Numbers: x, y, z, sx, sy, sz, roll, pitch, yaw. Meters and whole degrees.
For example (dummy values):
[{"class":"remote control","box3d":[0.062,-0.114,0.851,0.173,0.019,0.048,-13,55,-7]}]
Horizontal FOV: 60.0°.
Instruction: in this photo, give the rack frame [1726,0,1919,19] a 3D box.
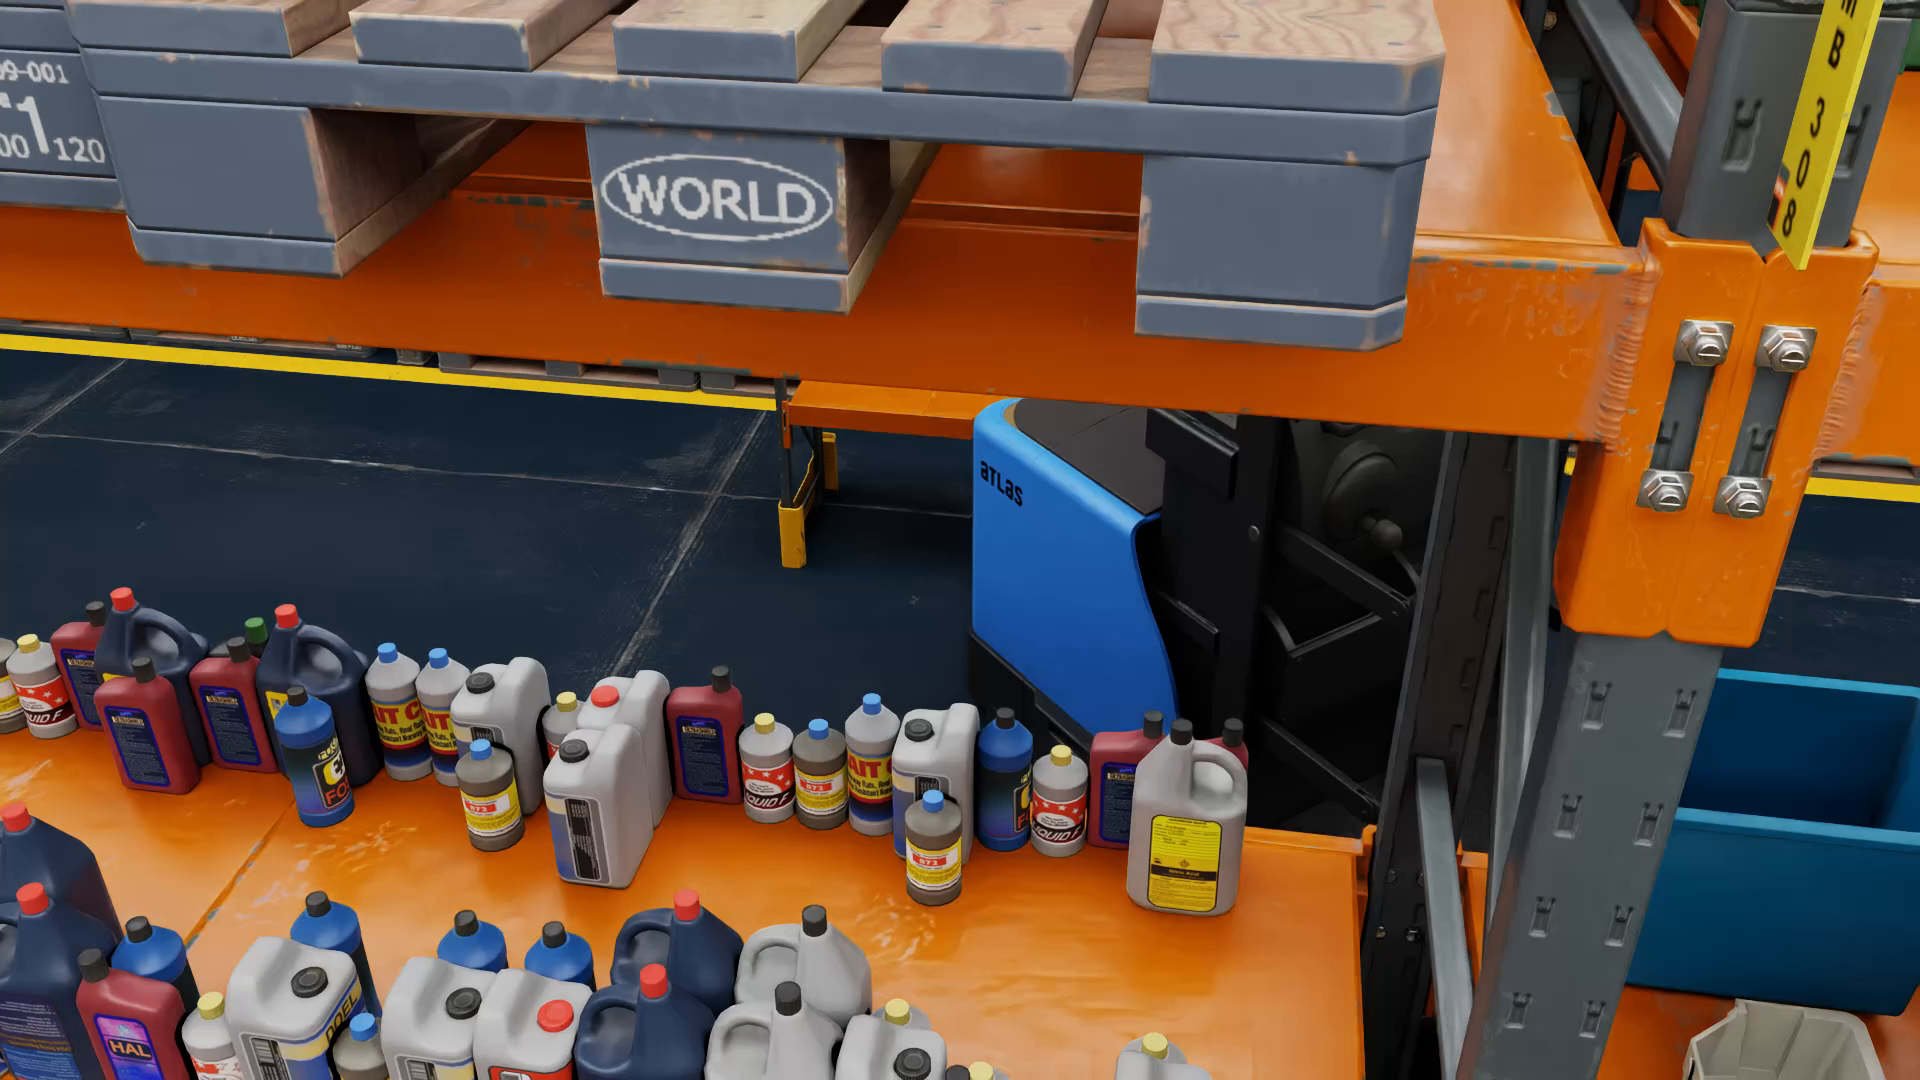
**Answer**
[{"class":"rack frame","box3d":[0.711,-1.912,0.824,0.127,3.000,1.000,5,32,8]}]

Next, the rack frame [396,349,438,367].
[{"class":"rack frame","box3d":[-2.395,-2.317,7.124,0.127,3.000,1.000,5,32,8]}]

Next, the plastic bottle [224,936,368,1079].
[{"class":"plastic bottle","box3d":[-0.950,0.707,2.411,0.135,0.276,0.152,5,32,8]}]

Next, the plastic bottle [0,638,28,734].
[{"class":"plastic bottle","box3d":[-1.847,0.263,3.189,0.097,0.201,0.097,0,32,0]}]

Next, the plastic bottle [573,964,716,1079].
[{"class":"plastic bottle","box3d":[-0.432,0.724,2.313,0.185,0.351,0.144,5,32,8]}]

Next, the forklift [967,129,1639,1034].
[{"class":"forklift","box3d":[1.255,-0.208,3.820,1.130,2.935,3.031,-19,37,-28]}]

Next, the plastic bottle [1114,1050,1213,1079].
[{"class":"plastic bottle","box3d":[0.268,0.817,2.234,0.135,0.276,0.152,5,32,8]}]

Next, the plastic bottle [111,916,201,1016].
[{"class":"plastic bottle","box3d":[-1.190,0.669,2.476,0.097,0.271,0.097,0,32,0]}]

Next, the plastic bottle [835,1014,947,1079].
[{"class":"plastic bottle","box3d":[-0.092,0.784,2.287,0.135,0.276,0.152,5,32,8]}]

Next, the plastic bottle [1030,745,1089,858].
[{"class":"plastic bottle","box3d":[0.173,0.446,2.897,0.097,0.201,0.097,0,32,0]}]

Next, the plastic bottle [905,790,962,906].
[{"class":"plastic bottle","box3d":[-0.044,0.508,2.798,0.097,0.201,0.097,0,32,0]}]

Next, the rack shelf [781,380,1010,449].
[{"class":"rack shelf","box3d":[-0.084,-0.491,5.960,1.000,0.185,0.538,5,32,8]}]

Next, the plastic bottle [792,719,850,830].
[{"class":"plastic bottle","box3d":[-0.247,0.408,2.958,0.097,0.201,0.097,0,32,0]}]

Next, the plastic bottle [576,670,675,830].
[{"class":"plastic bottle","box3d":[-0.594,0.360,2.965,0.135,0.276,0.152,5,32,8]}]

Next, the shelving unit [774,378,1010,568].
[{"class":"shelving unit","box3d":[-0.075,-0.643,5.863,1.083,1.500,0.587,5,32,8]}]

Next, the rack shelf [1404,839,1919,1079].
[{"class":"rack shelf","box3d":[2.683,1.114,2.321,4.000,0.370,1.077,5,32,8]}]

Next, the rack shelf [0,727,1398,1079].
[{"class":"rack shelf","box3d":[-1.260,0.757,2.892,4.000,0.370,1.077,5,32,8]}]

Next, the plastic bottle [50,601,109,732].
[{"class":"plastic bottle","box3d":[-1.635,0.238,3.153,0.133,0.283,0.061,5,32,8]}]

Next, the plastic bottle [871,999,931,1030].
[{"class":"plastic bottle","box3d":[-0.089,0.749,2.413,0.097,0.201,0.097,0,32,0]}]

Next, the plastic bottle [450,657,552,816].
[{"class":"plastic bottle","box3d":[-0.822,0.339,2.998,0.135,0.276,0.152,5,32,8]}]

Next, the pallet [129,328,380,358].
[{"class":"pallet","box3d":[-3.200,-1.229,8.014,1.213,0.211,1.003,5,32,8]}]

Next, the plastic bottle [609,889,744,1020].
[{"class":"plastic bottle","box3d":[-0.408,0.649,2.433,0.185,0.351,0.144,5,32,8]}]

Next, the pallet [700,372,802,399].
[{"class":"pallet","box3d":[-0.466,-0.938,7.550,1.213,0.211,1.003,5,32,8]}]

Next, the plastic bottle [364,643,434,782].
[{"class":"plastic bottle","box3d":[-1.028,0.308,3.052,0.097,0.271,0.097,0,32,0]}]

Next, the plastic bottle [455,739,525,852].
[{"class":"plastic bottle","box3d":[-0.825,0.438,2.911,0.097,0.201,0.097,0,32,0]}]

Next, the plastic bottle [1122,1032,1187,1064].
[{"class":"plastic bottle","box3d":[0.271,0.782,2.361,0.097,0.201,0.097,0,32,0]}]

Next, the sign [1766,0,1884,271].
[{"class":"sign","box3d":[0.617,-0.357,1.158,0.005,0.325,0.100,5,32,8]}]

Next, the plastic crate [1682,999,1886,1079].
[{"class":"plastic crate","box3d":[1.146,0.833,2.284,0.243,0.136,0.396,5,32,8]}]

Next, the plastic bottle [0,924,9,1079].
[{"class":"plastic bottle","box3d":[-1.493,0.658,2.489,0.135,0.276,0.152,5,32,8]}]

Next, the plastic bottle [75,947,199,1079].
[{"class":"plastic bottle","box3d":[-1.186,0.707,2.404,0.133,0.283,0.061,5,32,8]}]

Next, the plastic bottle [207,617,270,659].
[{"class":"plastic bottle","box3d":[-1.321,0.266,3.107,0.133,0.283,0.061,5,32,8]}]

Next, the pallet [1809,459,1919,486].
[{"class":"pallet","box3d":[3.431,-0.608,7.023,1.213,0.211,1.003,5,32,8]}]

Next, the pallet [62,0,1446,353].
[{"class":"pallet","box3d":[-0.078,-0.580,1.700,1.003,0.211,1.213,5,32,8]}]

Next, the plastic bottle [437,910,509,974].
[{"class":"plastic bottle","box3d":[-0.719,0.662,2.486,0.097,0.271,0.097,0,32,0]}]

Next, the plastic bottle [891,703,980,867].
[{"class":"plastic bottle","box3d":[-0.042,0.410,2.885,0.135,0.276,0.152,5,32,8]}]

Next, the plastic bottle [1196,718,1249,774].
[{"class":"plastic bottle","box3d":[0.422,0.424,2.855,0.133,0.283,0.061,5,32,8]}]

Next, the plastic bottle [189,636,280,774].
[{"class":"plastic bottle","box3d":[-1.331,0.298,3.056,0.133,0.283,0.061,5,32,8]}]

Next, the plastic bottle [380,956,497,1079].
[{"class":"plastic bottle","box3d":[-0.722,0.727,2.378,0.135,0.276,0.152,5,32,8]}]
